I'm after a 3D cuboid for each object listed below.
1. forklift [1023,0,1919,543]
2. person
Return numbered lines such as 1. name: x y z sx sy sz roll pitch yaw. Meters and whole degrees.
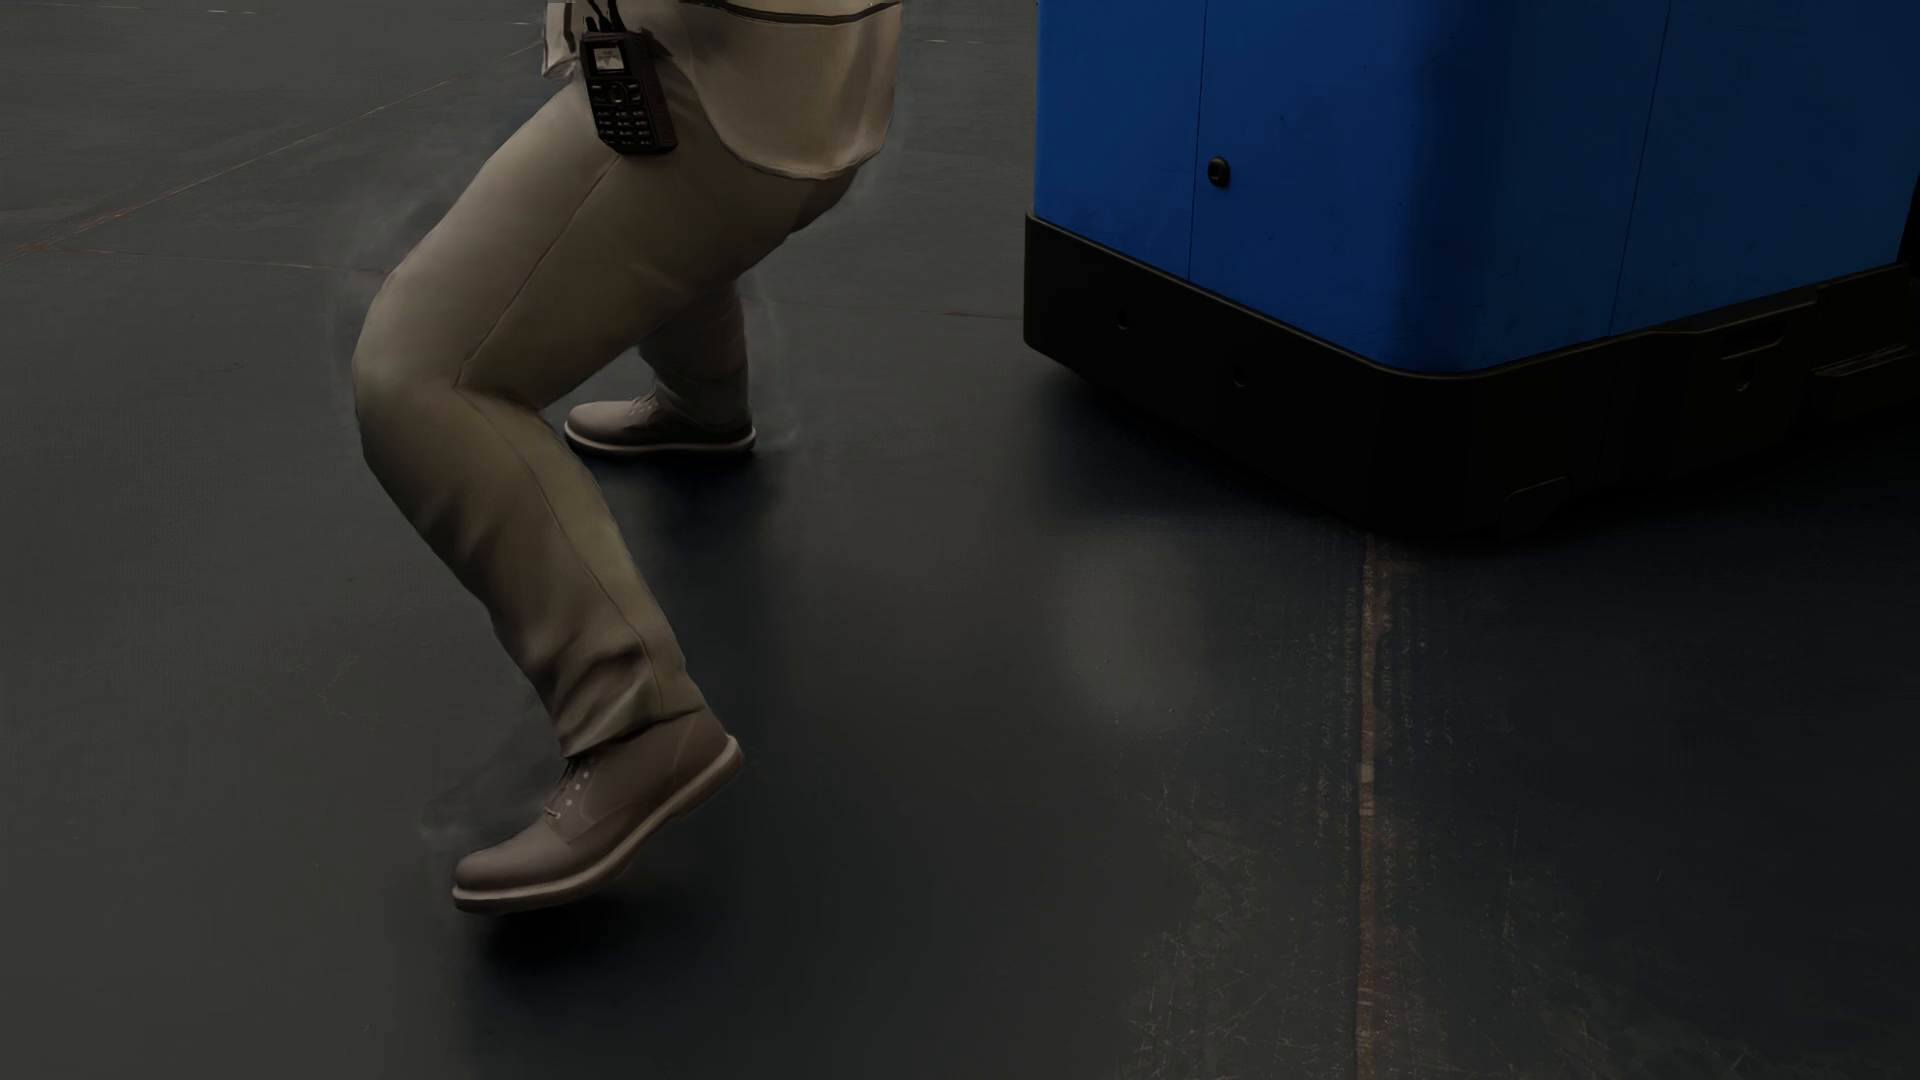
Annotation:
1. forklift: 1.645 -1.784 2.783 3.031 2.935 1.130 -15 31 -28
2. person: -0.464 -0.569 1.916 0.746 1.538 1.282 7 28 14
